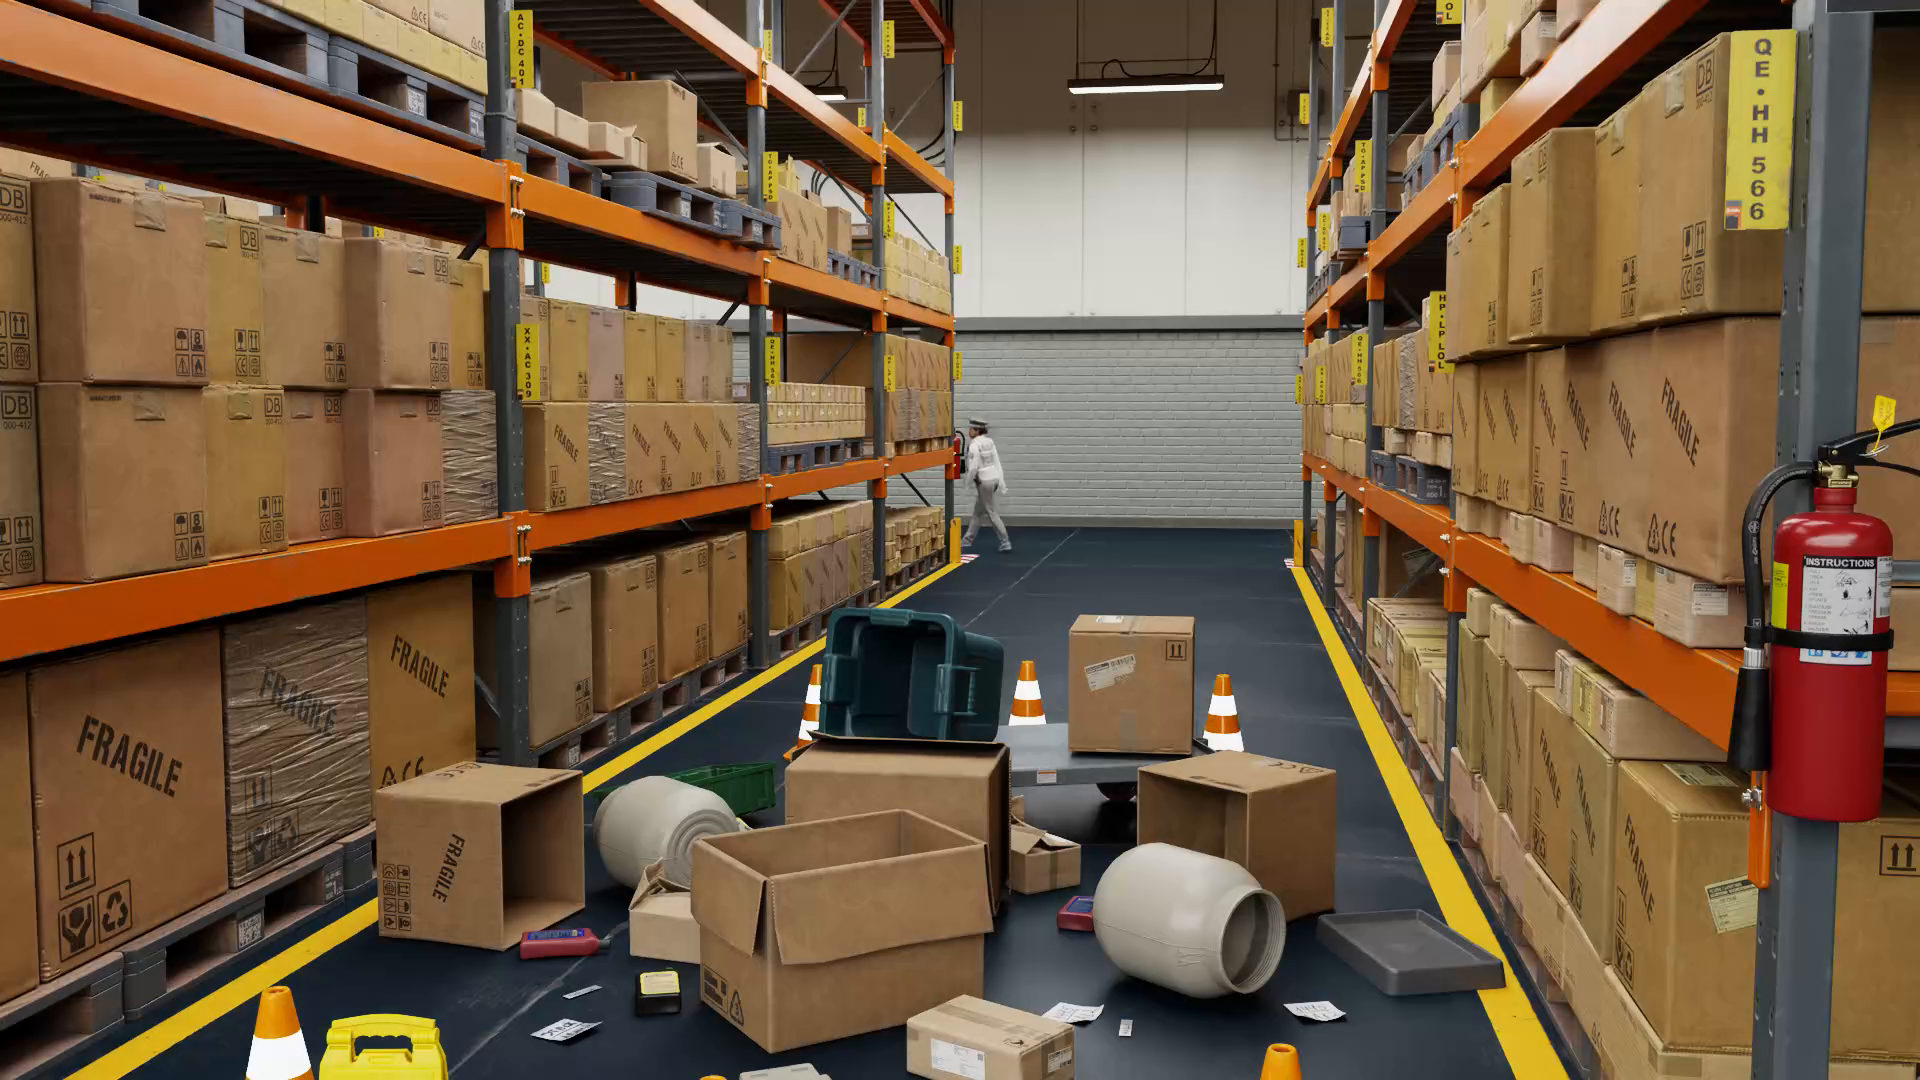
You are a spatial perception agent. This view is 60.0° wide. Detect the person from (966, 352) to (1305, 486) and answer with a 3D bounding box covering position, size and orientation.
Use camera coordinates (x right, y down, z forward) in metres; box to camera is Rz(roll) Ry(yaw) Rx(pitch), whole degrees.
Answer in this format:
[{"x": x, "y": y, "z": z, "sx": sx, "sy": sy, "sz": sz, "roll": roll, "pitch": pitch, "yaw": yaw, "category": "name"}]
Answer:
[{"x": 1.892, "y": -1.295, "z": 13.292, "sx": 9.744, "sy": 2.370, "sz": 22.327, "roll": 2, "pitch": 5, "yaw": 28, "category": "person"}]
